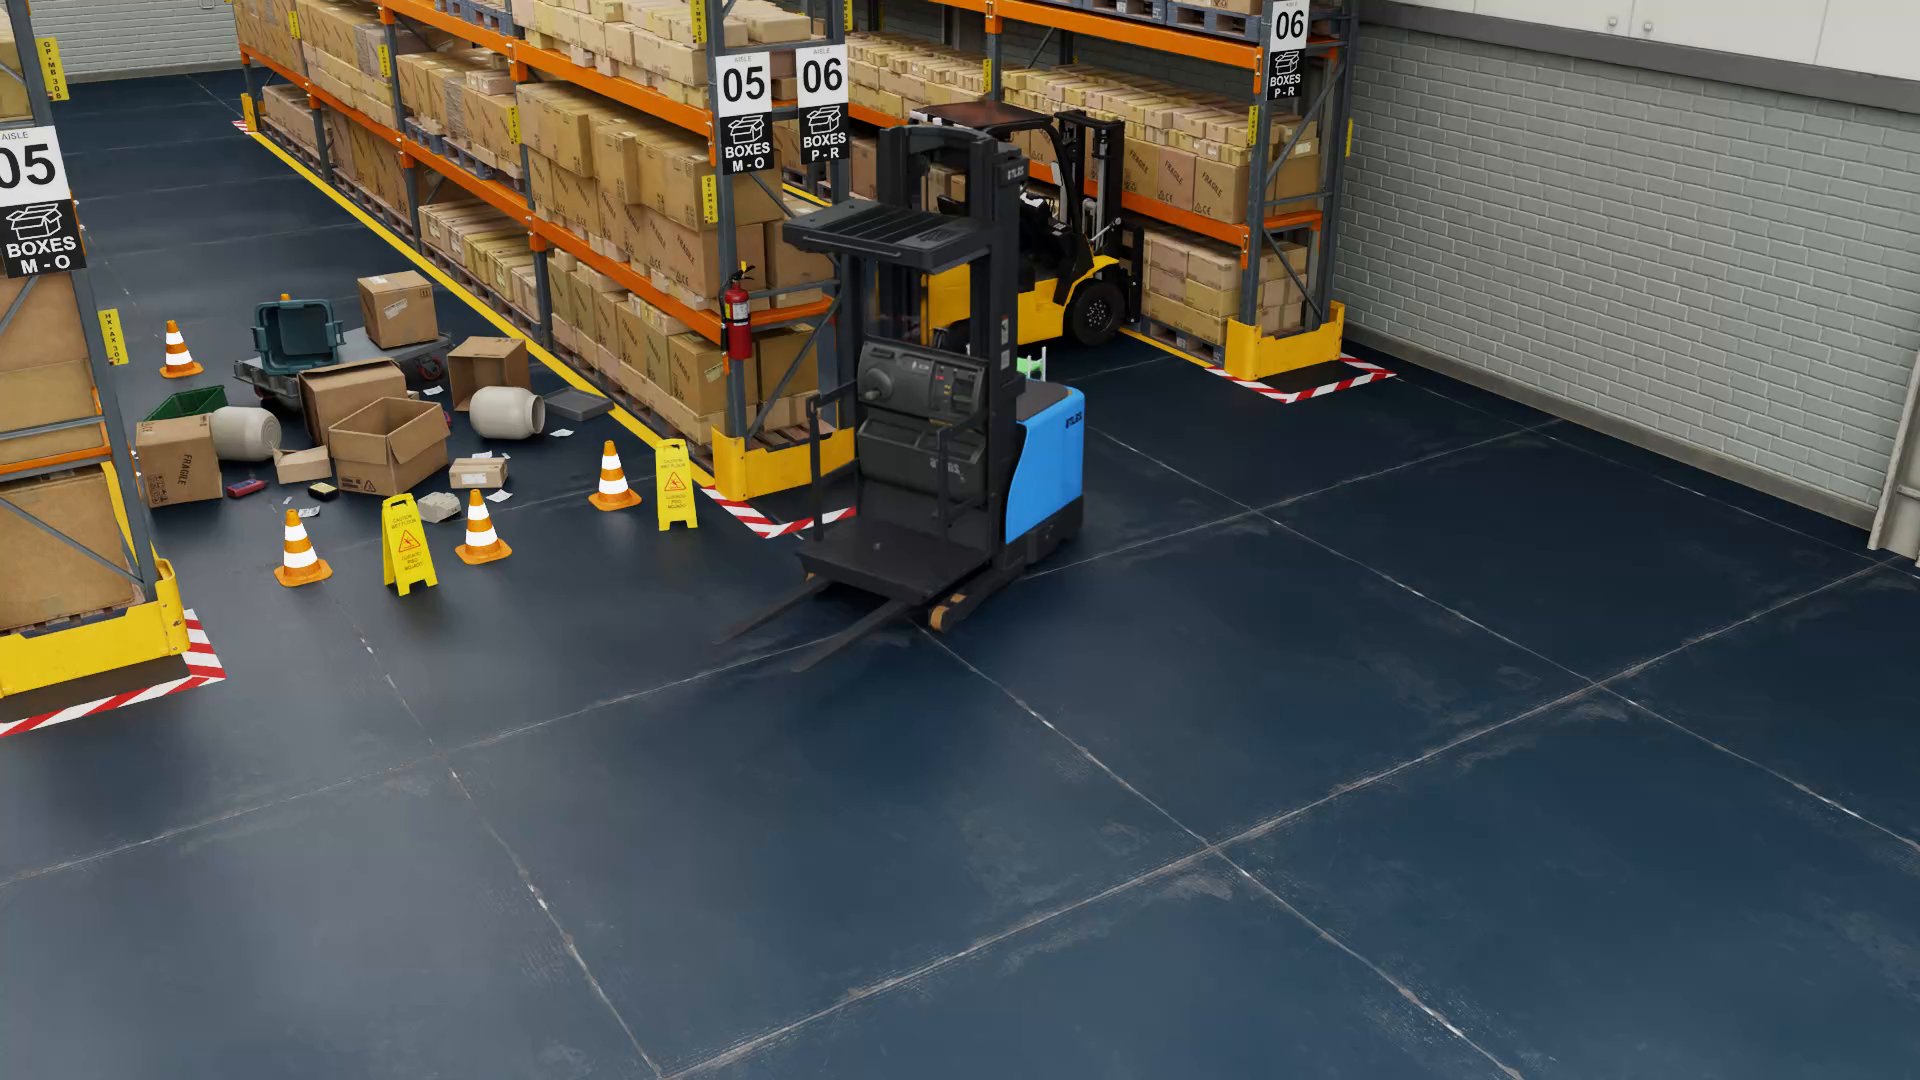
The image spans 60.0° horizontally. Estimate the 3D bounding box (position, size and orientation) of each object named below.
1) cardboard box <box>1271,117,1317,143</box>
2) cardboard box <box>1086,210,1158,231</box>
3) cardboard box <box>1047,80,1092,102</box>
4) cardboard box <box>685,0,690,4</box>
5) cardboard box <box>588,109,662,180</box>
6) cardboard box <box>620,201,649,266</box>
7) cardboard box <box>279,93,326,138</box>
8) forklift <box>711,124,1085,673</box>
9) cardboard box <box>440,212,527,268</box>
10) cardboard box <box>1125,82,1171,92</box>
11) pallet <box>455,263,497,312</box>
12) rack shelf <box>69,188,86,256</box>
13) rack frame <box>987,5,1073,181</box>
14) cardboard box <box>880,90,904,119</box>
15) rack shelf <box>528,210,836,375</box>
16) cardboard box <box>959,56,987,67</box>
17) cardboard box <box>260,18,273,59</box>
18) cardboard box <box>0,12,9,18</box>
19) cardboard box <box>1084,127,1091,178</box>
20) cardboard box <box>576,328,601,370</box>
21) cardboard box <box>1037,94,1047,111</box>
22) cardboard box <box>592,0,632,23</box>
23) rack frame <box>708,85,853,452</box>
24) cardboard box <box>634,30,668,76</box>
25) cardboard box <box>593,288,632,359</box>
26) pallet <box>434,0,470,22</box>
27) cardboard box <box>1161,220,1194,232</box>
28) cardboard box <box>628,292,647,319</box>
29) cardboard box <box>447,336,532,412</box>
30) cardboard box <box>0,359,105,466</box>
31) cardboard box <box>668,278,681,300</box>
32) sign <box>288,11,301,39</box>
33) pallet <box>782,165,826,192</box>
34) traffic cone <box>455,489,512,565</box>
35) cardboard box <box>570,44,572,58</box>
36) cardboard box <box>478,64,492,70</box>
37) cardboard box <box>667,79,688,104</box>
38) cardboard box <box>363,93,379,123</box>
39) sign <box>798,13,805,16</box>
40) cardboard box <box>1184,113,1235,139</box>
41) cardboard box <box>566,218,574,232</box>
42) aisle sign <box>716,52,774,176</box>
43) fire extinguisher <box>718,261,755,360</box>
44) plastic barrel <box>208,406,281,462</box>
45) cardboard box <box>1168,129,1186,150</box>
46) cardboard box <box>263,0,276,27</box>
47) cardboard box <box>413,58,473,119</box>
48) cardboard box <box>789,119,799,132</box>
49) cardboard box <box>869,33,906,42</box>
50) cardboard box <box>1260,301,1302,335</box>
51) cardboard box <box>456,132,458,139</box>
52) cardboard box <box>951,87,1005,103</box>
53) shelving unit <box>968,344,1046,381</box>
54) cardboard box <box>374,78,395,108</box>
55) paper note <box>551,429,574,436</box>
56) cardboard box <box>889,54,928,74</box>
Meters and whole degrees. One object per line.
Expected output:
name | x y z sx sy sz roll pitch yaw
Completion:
cardboard box | 2.909 -3.601 14.600 0.380 0.149 0.250 -16 30 -31
cardboard box | 1.563 -2.991 16.092 0.500 0.250 0.500 -16 30 -31
cardboard box | 1.075 -4.401 16.295 0.380 0.149 0.250 -15 29 -28
cardboard box | -1.866 -4.054 12.632 0.380 0.149 0.250 -15 29 -28
cardboard box | -2.496 -3.115 13.161 0.700 0.500 0.500 -16 29 -30
cardboard box | -2.310 -2.469 12.963 0.500 0.500 0.500 -16 29 -30
cardboard box | -9.027 -6.015 23.451 0.875 0.438 0.875 -15 29 -28
forklift | -0.367 -0.977 10.348 1.130 2.935 3.031 16 30 30
cardboard box | -4.901 -3.196 17.555 0.950 0.372 0.625 -16 30 -31
cardboard box | 1.829 -4.352 16.192 0.380 0.149 0.250 -16 30 -30
pallet | -4.523 -2.684 17.151 1.003 0.211 1.213 -16 29 -30
rack shelf | -6.427 -2.356 10.519 1.077 0.370 4.000 -16 29 -30
rack frame | 0.730 -4.388 17.494 1.000 3.000 0.127 -16 29 -30
cardboard box | -0.577 -4.986 18.936 0.500 0.250 0.500 -14 29 -28
rack shelf | -2.335 -2.190 13.679 1.077 0.370 4.000 -16 29 -30
cardboard box | 0.208 -5.282 18.510 0.380 0.149 0.250 -16 29 -30
cardboard box | -9.107 -6.793 22.471 0.500 0.500 0.500 -14 29 -28
cardboard box | -5.805 -3.006 9.803 0.380 0.149 0.250 -16 30 -30
cardboard box | 1.329 -3.851 16.238 0.500 0.500 0.500 -16 30 -30
cardboard box | -3.030 -1.714 14.559 0.500 0.250 0.500 -14 29 -27
cardboard box | 0.992 -4.373 16.584 0.380 0.149 0.250 -16 29 -30
cardboard box | -2.541 -3.996 12.509 0.380 0.149 0.250 -15 29 -28
rack frame | -1.243 -1.799 12.011 1.000 3.000 0.127 -16 29 -30
cardboard box | -2.011 -3.526 11.982 0.500 0.250 0.500 -16 30 -30
cardboard box | -2.747 -1.867 14.005 0.500 0.500 0.500 -14 29 -27
pallet | -4.243 -5.118 15.746 1.213 0.211 1.003 -16 29 -30
cardboard box | 2.270 -2.931 15.966 0.500 0.250 0.500 -16 30 -30
cardboard box | -2.433 -1.905 13.325 0.380 0.149 0.250 -14 29 -27
cardboard box | -3.982 -1.401 14.091 0.500 0.500 0.500 3 25 6
cardboard box | -5.576 -0.800 9.717 0.875 0.550 0.550 -16 29 -30
cardboard box | -1.980 -1.931 12.584 0.380 0.149 0.250 -16 30 -30
sign | -8.258 -6.389 20.626 0.100 0.325 0.005 -16 29 -30
pallet | -1.830 -4.834 21.705 1.003 0.211 1.213 -16 29 -30
traffic cone | -3.303 -0.125 11.436 0.336 0.463 0.334 -16 29 -30
cardboard box | -2.898 -3.938 13.321 0.380 0.149 0.250 -17 30 -31
cardboard box | -4.562 -4.570 16.922 0.500 0.500 0.500 -18 31 -33
cardboard box | -1.836 -3.186 11.728 0.380 0.149 0.250 -15 29 -29
cardboard box | -6.396 -4.893 18.738 0.500 0.250 0.500 -15 29 -29
sign | -1.903 -6.177 20.020 0.100 0.325 0.005 -16 29 -30
cardboard box | 2.215 -3.678 14.764 0.380 0.149 0.250 -15 29 -28
cardboard box | -3.172 -2.763 14.346 0.380 0.149 0.250 -16 29 -30
aisle sign | -1.452 -2.885 11.266 0.394 0.787 0.004 -16 29 -30
fire extinguisher | -1.567 -1.616 11.713 0.296 0.674 0.183 -16 29 -30
plastic barrel | -5.615 -0.827 12.969 0.512 0.421 0.421 3 25 6
cardboard box | 2.109 -3.638 15.027 0.380 0.149 0.250 -16 30 -30
cardboard box | -8.839 -7.057 21.858 0.500 0.500 0.500 -15 29 -29
cardboard box | -5.268 -4.631 17.051 0.500 0.500 0.500 -14 29 -27
cardboard box | -1.936 -5.289 21.080 0.380 0.149 0.250 -17 30 -32
cardboard box | -0.870 -6.021 20.076 0.380 0.149 0.250 -15 29 -28
cardboard box | 2.809 -2.125 15.430 0.500 0.250 0.500 -15 29 -29
cardboard box | -4.835 -4.097 16.680 0.380 0.149 0.250 -14 29 -28
cardboard box | 0.248 -4.663 17.666 0.500 0.250 0.500 -16 30 -31
shelving unit | 0.331 -0.842 12.091 0.503 1.200 0.258 14 29 28
cardboard box | -6.088 -4.933 18.239 0.500 0.250 0.500 -16 29 -30
paper note | -3.237 -0.876 13.532 0.148 0.019 0.142 18 31 33
cardboard box | -0.575 -5.324 18.600 0.380 0.149 0.250 -16 30 -31
